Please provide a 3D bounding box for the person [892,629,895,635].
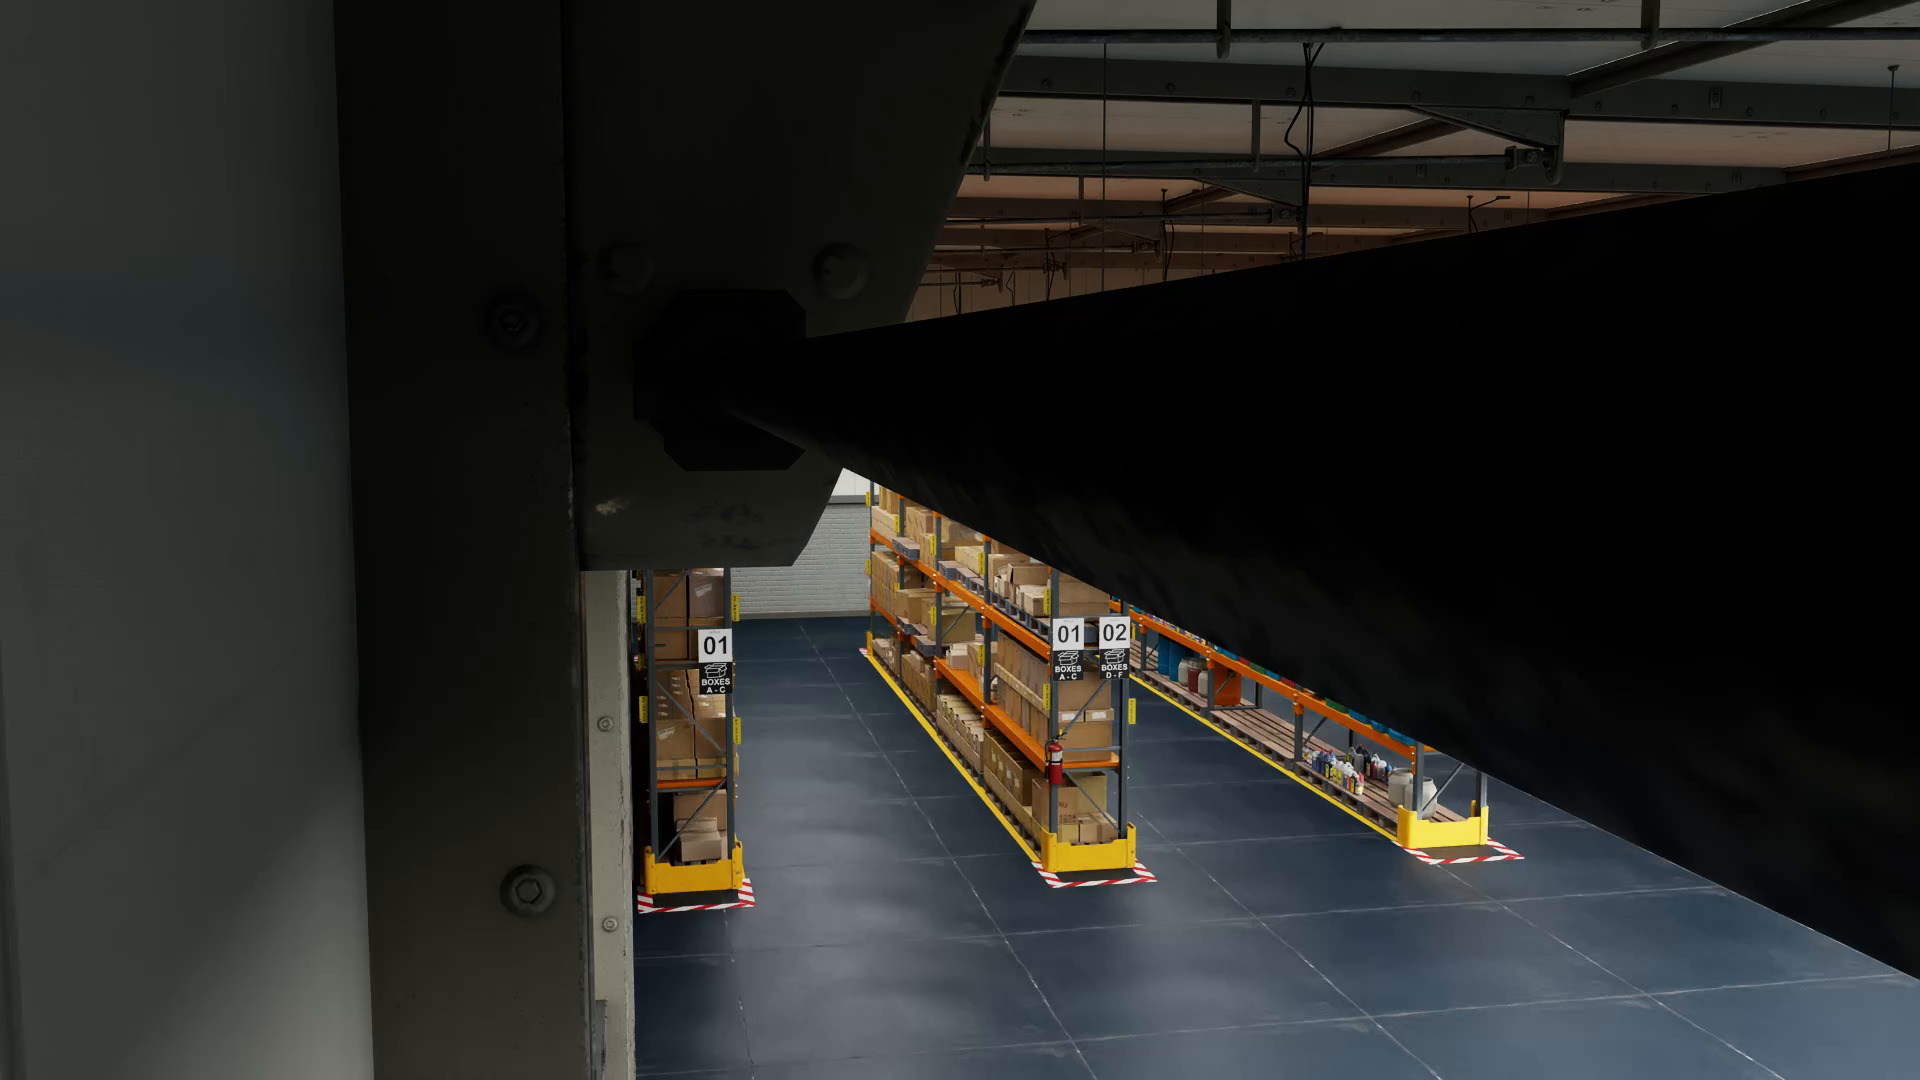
[{"bbox_3d":[-1.372,1.542,37.631,0.565,1.760,0.706,-2,6,-18],"label":"person"}]
